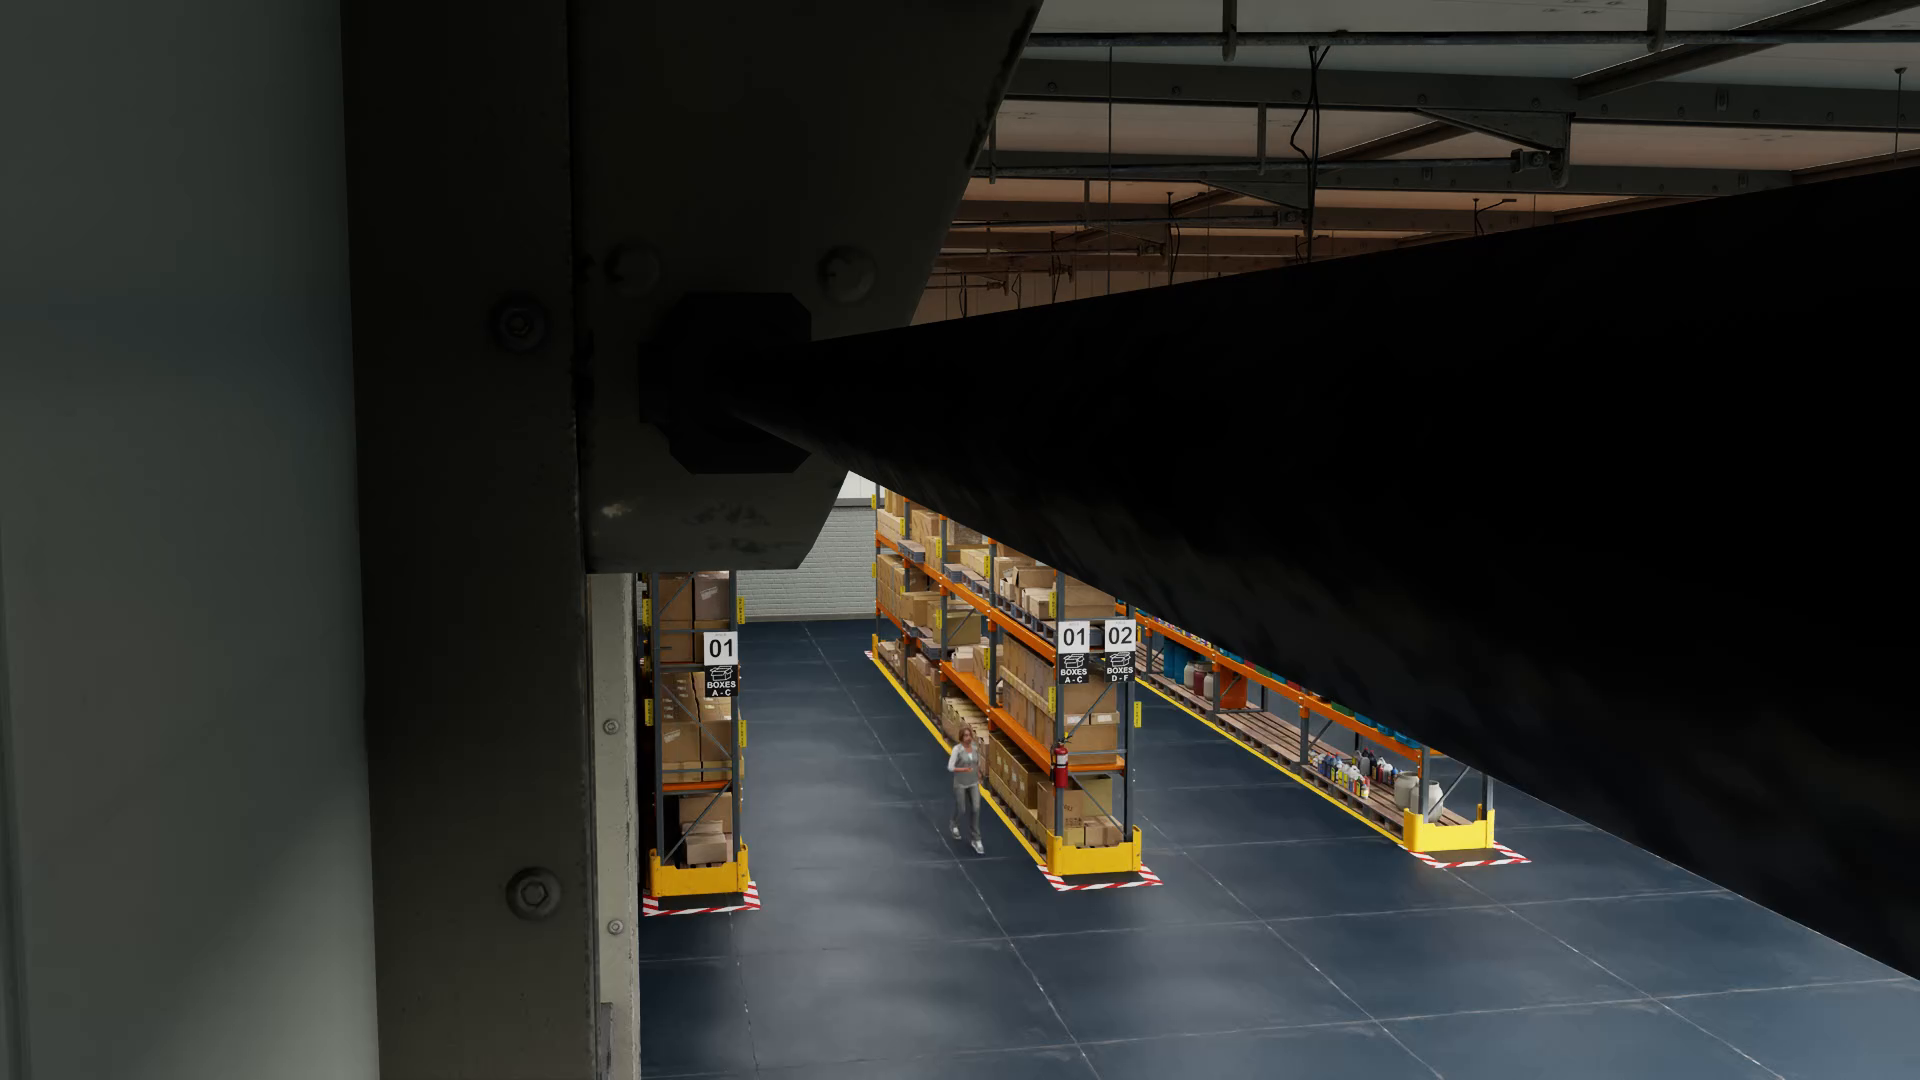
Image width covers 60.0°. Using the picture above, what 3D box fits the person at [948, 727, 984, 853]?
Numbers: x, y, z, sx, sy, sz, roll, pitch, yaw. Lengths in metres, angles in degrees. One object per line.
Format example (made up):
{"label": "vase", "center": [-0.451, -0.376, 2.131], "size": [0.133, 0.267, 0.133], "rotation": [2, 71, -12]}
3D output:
{"label": "person", "center": [0.077, 3.264, 21.972], "size": [0.531, 1.593, 0.838], "rotation": [-2, 6, -22]}
